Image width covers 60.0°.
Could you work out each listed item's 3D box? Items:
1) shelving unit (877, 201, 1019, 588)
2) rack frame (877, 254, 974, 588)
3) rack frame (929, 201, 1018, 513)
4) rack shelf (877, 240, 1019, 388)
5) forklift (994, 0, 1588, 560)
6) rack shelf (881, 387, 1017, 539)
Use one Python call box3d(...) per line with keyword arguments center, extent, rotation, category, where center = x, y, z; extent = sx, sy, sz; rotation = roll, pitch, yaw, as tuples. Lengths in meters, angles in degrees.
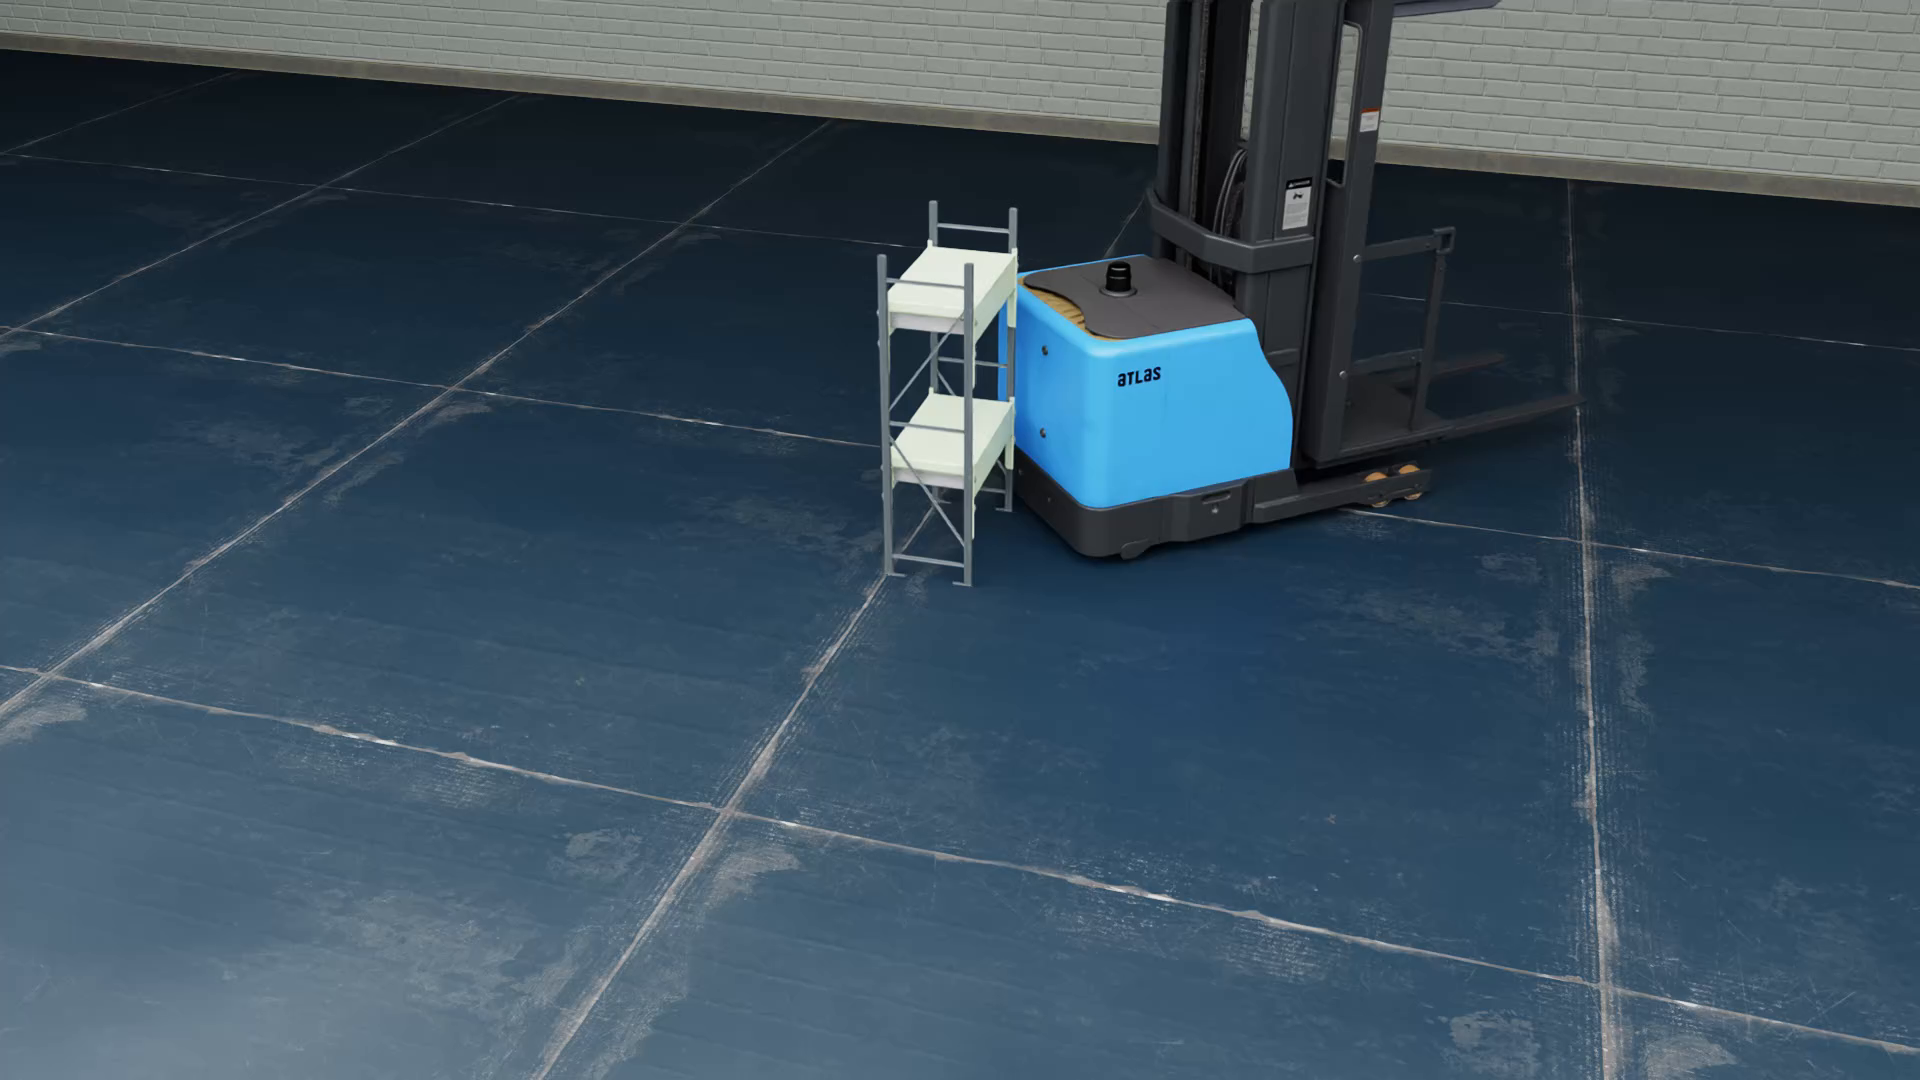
box3d(center=(-0.041, -0.645, 7.367), extent=(0.431, 1.500, 0.755), rotation=(8, 30, 14), category="shelving unit")
box3d(center=(-0.141, -0.474, 7.060), extent=(0.400, 1.500, 0.023), rotation=(8, 30, 14), category="rack frame")
box3d(center=(0.058, -0.817, 7.675), extent=(0.400, 1.500, 0.023), rotation=(8, 30, 14), category="rack frame")
box3d(center=(-0.041, -0.986, 7.178), extent=(0.431, 0.370, 0.720), rotation=(8, 30, 14), category="rack shelf")
box3d(center=(1.731, -1.659, 7.717), extent=(3.031, 2.935, 1.130), rotation=(-12, 31, -21), category="forklift")
box3d(center=(-0.041, -0.360, 7.526), extent=(0.431, 0.370, 0.720), rotation=(8, 30, 14), category="rack shelf")
